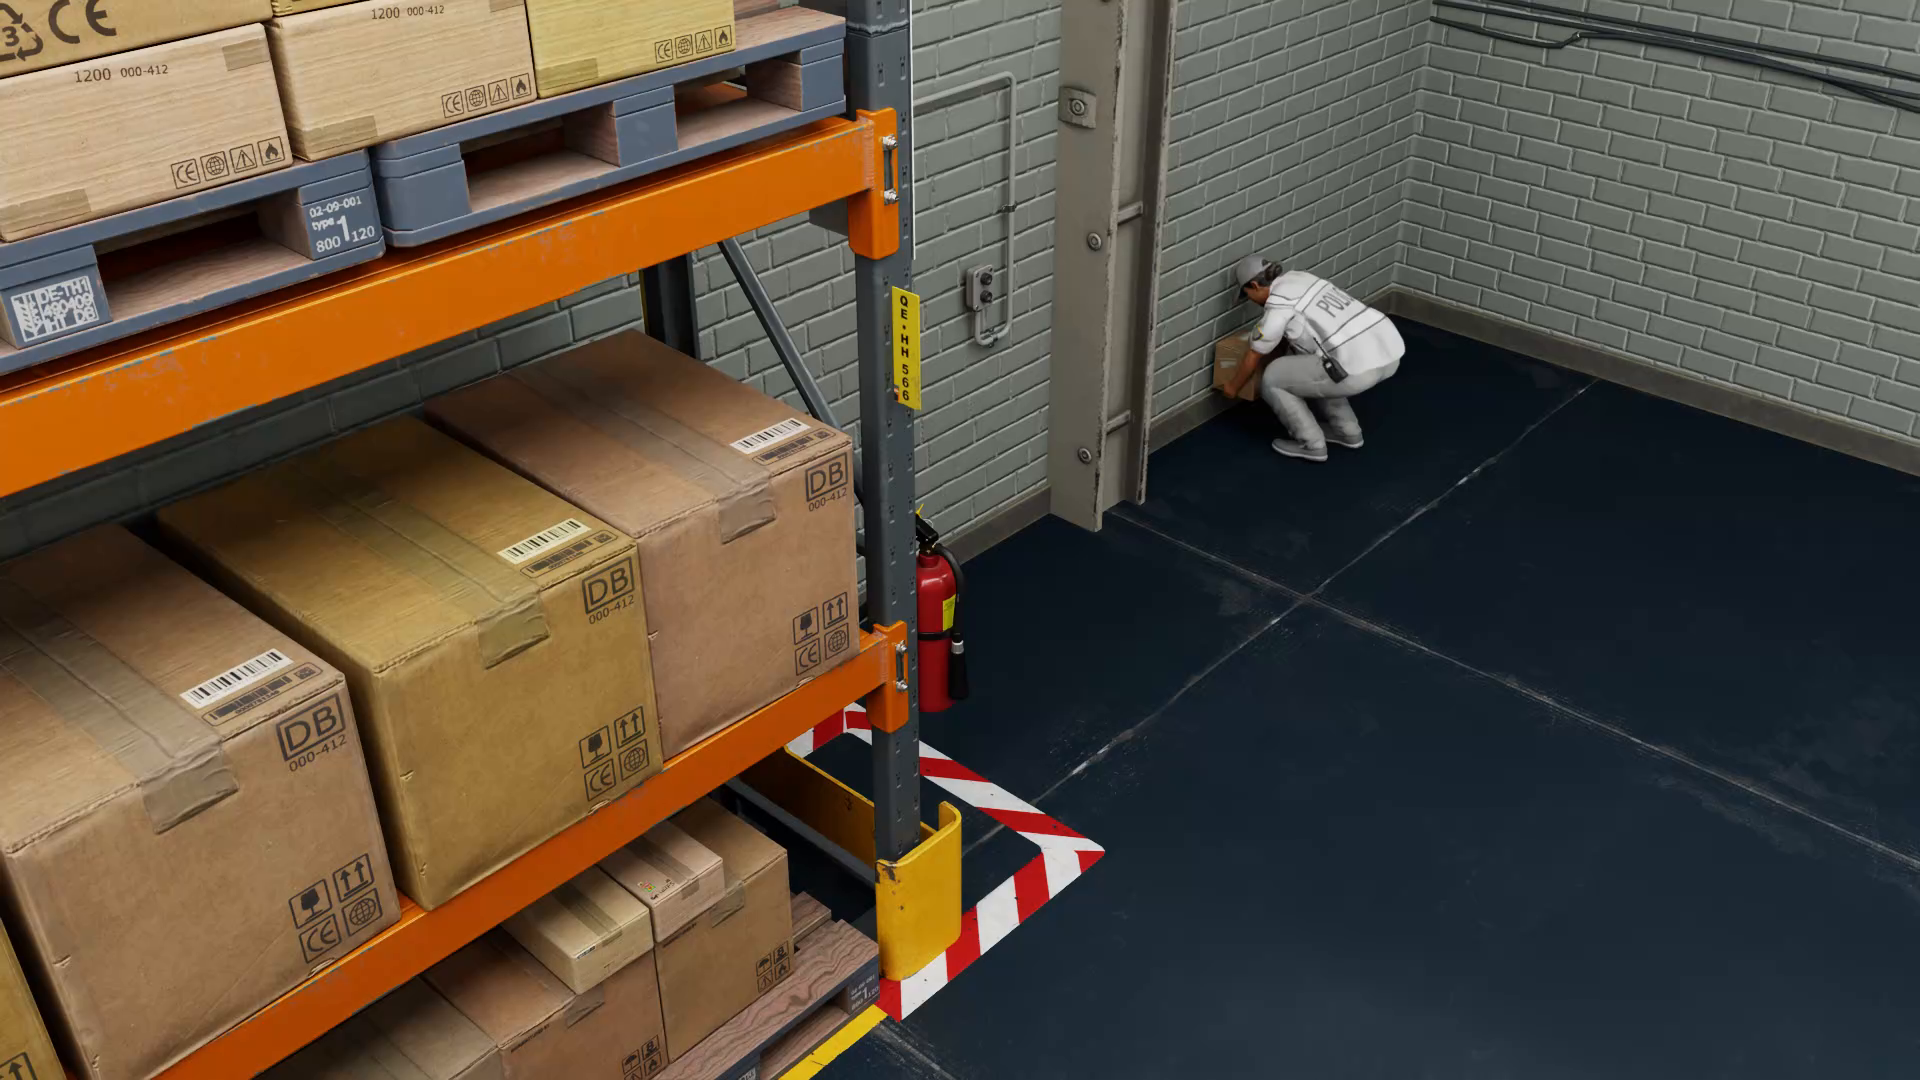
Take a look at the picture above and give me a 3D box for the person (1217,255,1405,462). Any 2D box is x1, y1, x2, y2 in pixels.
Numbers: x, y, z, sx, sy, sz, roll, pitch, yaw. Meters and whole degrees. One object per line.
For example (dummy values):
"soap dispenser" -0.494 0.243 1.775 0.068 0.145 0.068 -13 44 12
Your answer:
"person" 1.748 -0.901 8.303 0.886 0.943 0.499 24 39 34
